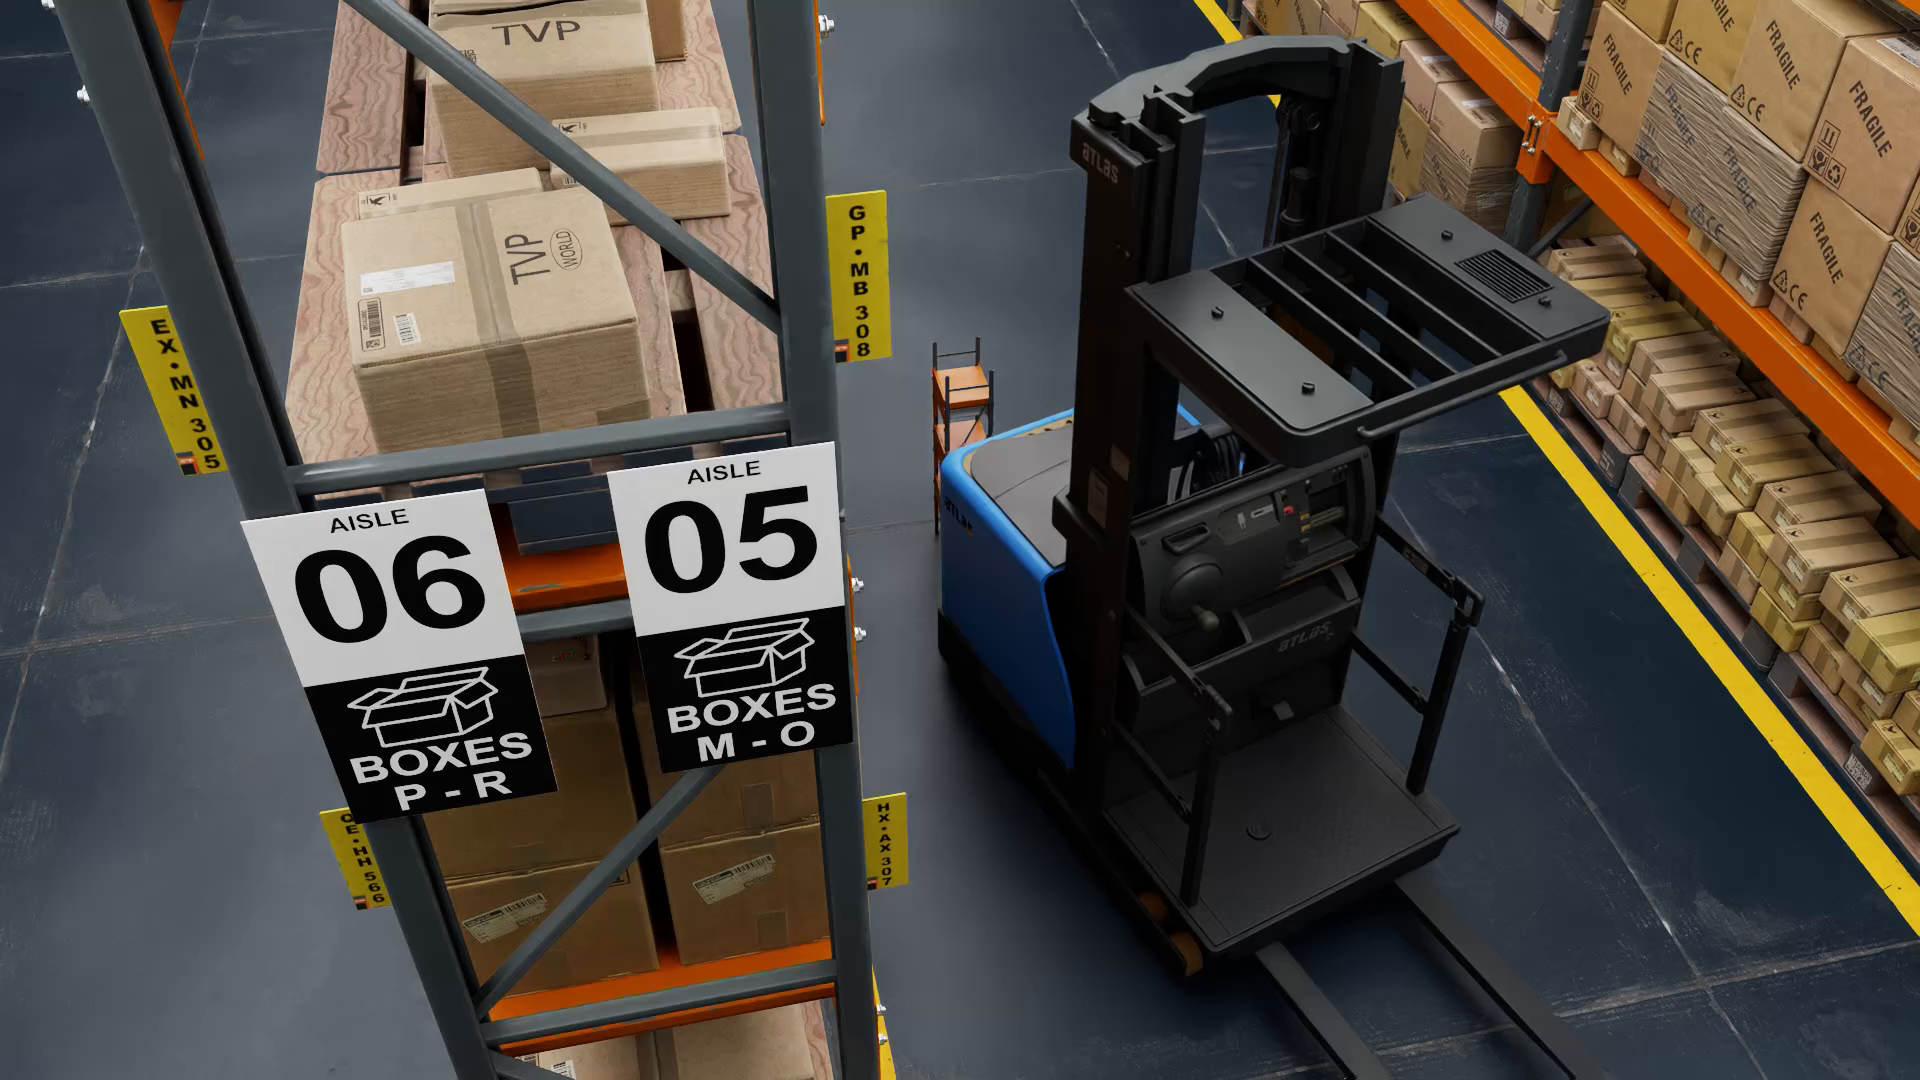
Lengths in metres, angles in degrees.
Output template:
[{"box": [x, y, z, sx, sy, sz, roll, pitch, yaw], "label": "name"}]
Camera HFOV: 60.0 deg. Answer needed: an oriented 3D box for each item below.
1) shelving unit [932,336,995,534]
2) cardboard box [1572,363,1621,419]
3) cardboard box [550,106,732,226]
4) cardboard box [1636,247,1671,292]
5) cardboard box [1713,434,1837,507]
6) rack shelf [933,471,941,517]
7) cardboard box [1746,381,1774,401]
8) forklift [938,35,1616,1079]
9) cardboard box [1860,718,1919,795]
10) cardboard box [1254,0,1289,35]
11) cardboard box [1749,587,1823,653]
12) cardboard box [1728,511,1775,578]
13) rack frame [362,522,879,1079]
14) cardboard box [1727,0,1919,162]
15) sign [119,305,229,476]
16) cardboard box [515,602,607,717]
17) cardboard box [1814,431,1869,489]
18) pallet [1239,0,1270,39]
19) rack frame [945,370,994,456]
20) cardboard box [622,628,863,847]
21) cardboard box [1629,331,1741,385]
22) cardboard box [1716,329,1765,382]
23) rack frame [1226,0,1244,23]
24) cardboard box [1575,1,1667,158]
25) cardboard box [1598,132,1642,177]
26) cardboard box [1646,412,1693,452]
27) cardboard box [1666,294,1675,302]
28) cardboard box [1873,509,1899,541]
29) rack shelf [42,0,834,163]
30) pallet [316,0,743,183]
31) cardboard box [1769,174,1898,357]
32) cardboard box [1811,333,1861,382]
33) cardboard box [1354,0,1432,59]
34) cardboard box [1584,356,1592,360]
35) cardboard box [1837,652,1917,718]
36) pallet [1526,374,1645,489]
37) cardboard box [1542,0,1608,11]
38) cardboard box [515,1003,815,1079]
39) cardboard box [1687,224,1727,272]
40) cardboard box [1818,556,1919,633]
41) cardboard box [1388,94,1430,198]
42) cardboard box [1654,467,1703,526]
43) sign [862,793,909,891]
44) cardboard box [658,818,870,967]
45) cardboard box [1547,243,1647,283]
[{"box": [0.012, -0.358, 7.144, 0.215, 1.050, 0.252, -8, 42, -9], "label": "shelving unit"}, {"box": [3.163, -0.732, 7.928, 0.380, 0.149, 0.250, -9, 42, -9], "label": "cardboard box"}, {"box": [-0.722, -0.842, 3.759, 0.380, 0.149, 0.250, -7, 42, -8], "label": "cardboard box"}, {"box": [3.568, -1.369, 8.198, 0.380, 0.149, 0.250, -7, 42, -8], "label": "cardboard box"}, {"box": [3.421, -0.293, 6.985, 0.380, 0.149, 0.250, -8, 42, -9], "label": "cardboard box"}, {"box": [0.012, -0.142, 7.336, 0.215, 0.259, 0.240, -8, 42, -9], "label": "rack shelf"}, {"box": [3.793, -0.609, 7.565, 0.380, 0.149, 0.250, -7, 42, -8], "label": "cardboard box"}, {"box": [1.070, 0.078, 5.236, 1.130, 2.935, 3.031, -20, 46, -22], "label": "forklift"}, {"box": [3.628, 0.789, 6.214, 0.380, 0.149, 0.250, -7, 42, -8], "label": "cardboard box"}, {"box": [2.277, -3.569, 10.860, 0.500, 0.500, 0.500, -10, 43, -11], "label": "cardboard box"}, {"box": [3.473, 0.291, 6.776, 0.380, 0.149, 0.250, -10, 43, -11], "label": "cardboard box"}, {"box": [3.432, 0.001, 6.878, 0.380, 0.149, 0.250, -6, 42, -7], "label": "cardboard box"}, {"box": [-0.712, 1.118, 4.012, 1.000, 3.000, 0.127, -8, 42, -9], "label": "rack frame"}, {"box": [3.301, -1.780, 6.224, 0.500, 0.500, 0.500, -8, 42, -9], "label": "cardboard box"}, {"box": [-1.244, -0.236, 2.671, 0.100, 0.325, 0.005, -8, 42, -9], "label": "sign"}, {"box": [-0.985, 0.260, 3.662, 0.380, 0.149, 0.250, -8, 42, -9], "label": "cardboard box"}, {"box": [3.867, -0.358, 7.058, 0.380, 0.149, 0.250, -8, 42, -9], "label": "cardboard box"}, {"box": [2.540, -3.293, 11.082, 1.003, 0.211, 1.213, -8, 42, -9], "label": "pallet"}, {"box": [0.038, -0.279, 7.055, 0.200, 1.050, 0.008, -8, 42, -9], "label": "rack frame"}, {"box": [-0.537, 0.355, 4.044, 0.500, 0.500, 0.500, -9, 42, -10], "label": "cardboard box"}, {"box": [3.291, -0.800, 7.556, 0.380, 0.149, 0.250, -9, 42, -10], "label": "cardboard box"}, {"box": [3.702, -0.870, 7.635, 0.380, 0.149, 0.250, -7, 42, -8], "label": "cardboard box"}, {"box": [2.373, -4.842, 10.727, 1.000, 3.000, 0.127, -8, 42, -9], "label": "rack frame"}, {"box": [3.097, -2.041, 7.272, 0.500, 0.500, 0.500, -9, 42, -10], "label": "cardboard box"}, {"box": [3.106, -1.768, 7.453, 0.380, 0.149, 0.250, -7, 42, -8], "label": "cardboard box"}, {"box": [3.324, -0.510, 7.453, 0.380, 0.149, 0.250, -7, 42, -7], "label": "cardboard box"}, {"box": [3.685, -1.119, 8.140, 0.380, 0.149, 0.250, -10, 43, -11], "label": "cardboard box"}, {"box": [3.896, -0.077, 6.966, 0.380, 0.149, 0.250, -6, 42, -7], "label": "cardboard box"}, {"box": [-1.143, -2.003, 3.853, 1.077, 0.370, 4.000, -8, 42, -9], "label": "rack shelf"}, {"box": [-1.149, -1.242, 4.479, 1.003, 0.211, 1.213, -8, 42, -9], "label": "pallet"}, {"box": [3.429, -1.046, 6.151, 0.500, 0.500, 0.500, -6, 42, -7], "label": "cardboard box"}, {"box": [3.488, -0.751, 6.307, 0.380, 0.149, 0.250, -8, 42, -9], "label": "cardboard box"}, {"box": [2.603, -2.874, 9.512, 0.500, 0.250, 0.500, -10, 43, -11], "label": "cardboard box"}, {"box": [3.145, -1.019, 8.028, 0.380, 0.149, 0.250, -8, 42, -9], "label": "cardboard box"}, {"box": [3.593, 0.504, 6.312, 0.380, 0.149, 0.250, -10, 43, -11], "label": "cardboard box"}, {"box": [3.416, -0.776, 8.247, 1.003, 0.211, 1.213, -8, 42, -9], "label": "pallet"}, {"box": [2.958, -2.653, 7.910, 0.380, 0.149, 0.250, -7, 42, -8], "label": "cardboard box"}, {"box": [-0.952, 1.506, 5.189, 0.875, 0.438, 0.875, -10, 43, -11], "label": "cardboard box"}, {"box": [3.259, -1.253, 6.873, 0.380, 0.149, 0.250, -8, 42, -8], "label": "cardboard box"}, {"box": [3.566, 0.226, 6.401, 0.380, 0.149, 0.250, -10, 43, -11], "label": "cardboard box"}, {"box": [2.720, -2.248, 9.371, 0.500, 0.500, 0.500, -9, 42, -10], "label": "cardboard box"}, {"box": [3.321, -0.223, 7.354, 0.380, 0.149, 0.250, -9, 42, -10], "label": "cardboard box"}, {"box": [-0.168, 0.689, 3.784, 0.100, 0.325, 0.005, -8, 42, -9], "label": "sign"}, {"box": [-0.535, 0.729, 4.376, 0.500, 0.500, 0.500, -9, 42, -10], "label": "cardboard box"}, {"box": [3.109, -1.310, 8.131, 0.380, 0.149, 0.250, -7, 42, -8], "label": "cardboard box"}]
